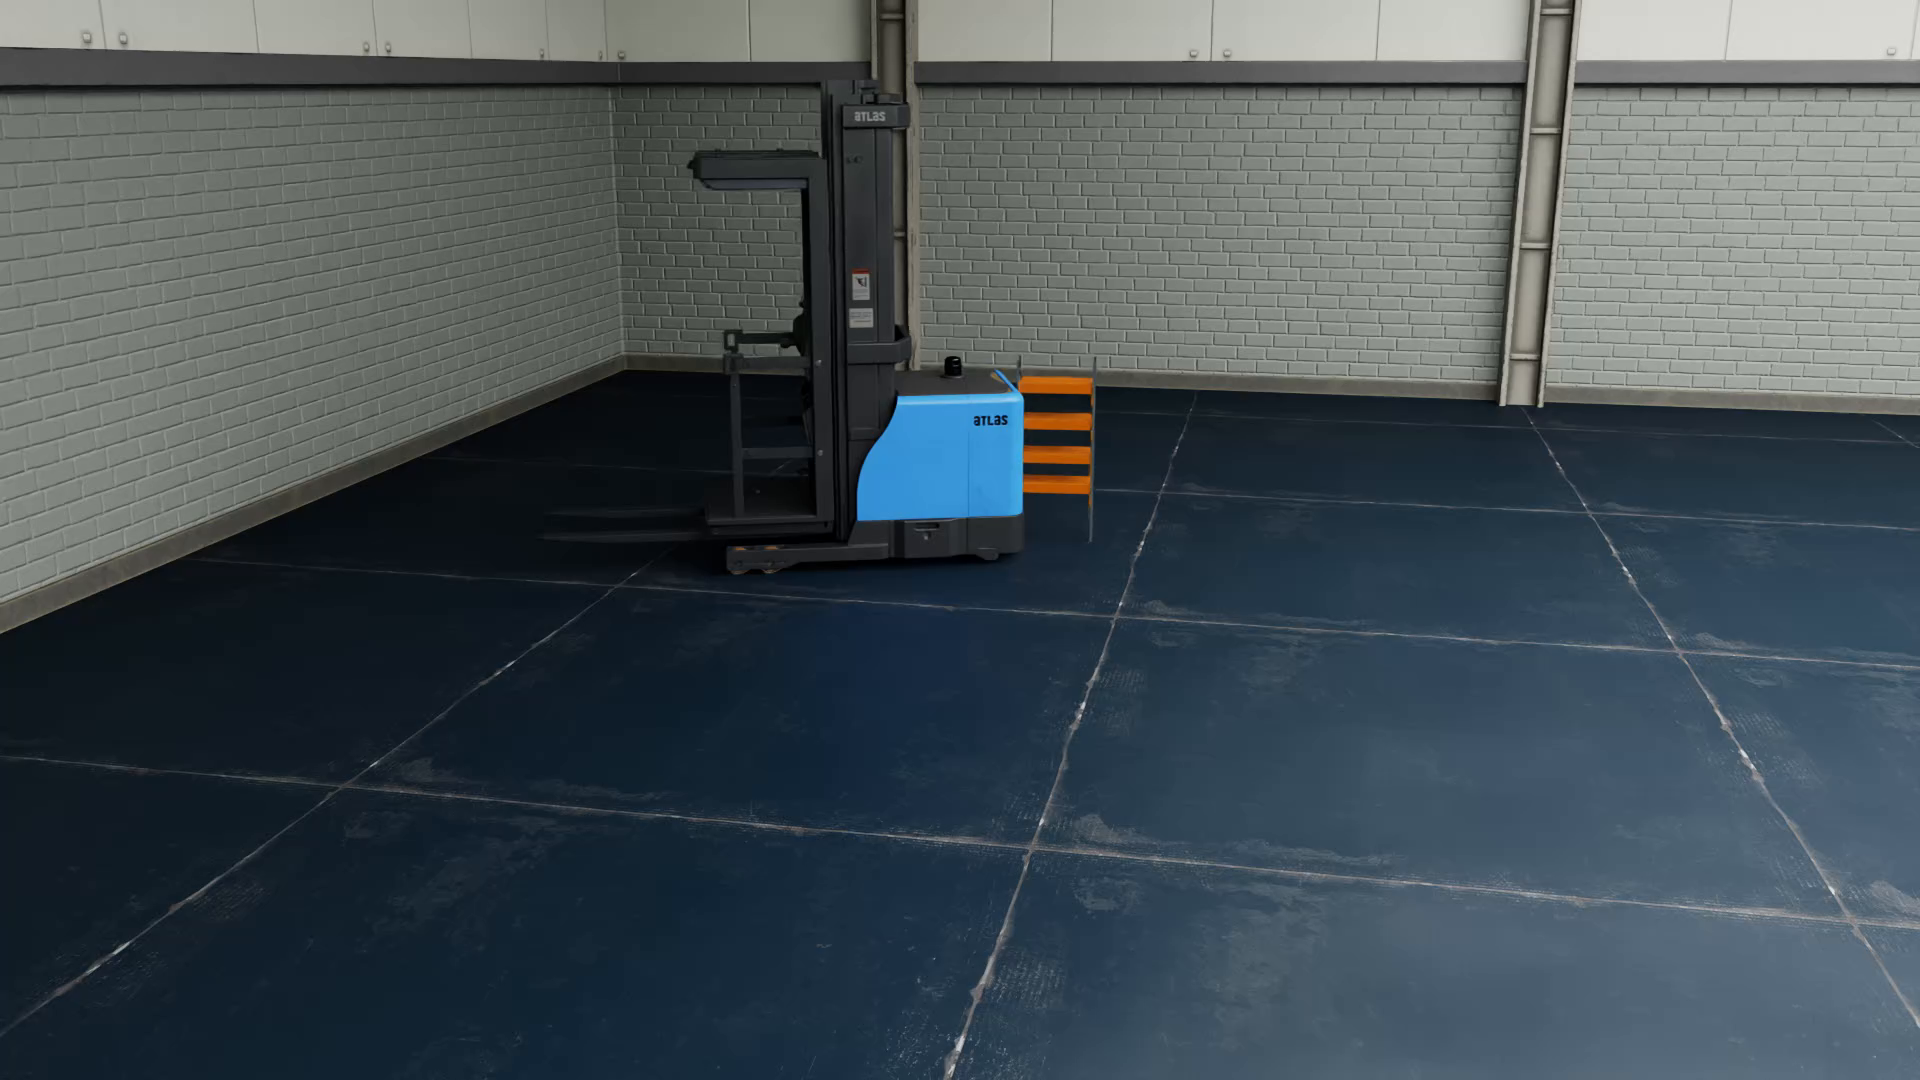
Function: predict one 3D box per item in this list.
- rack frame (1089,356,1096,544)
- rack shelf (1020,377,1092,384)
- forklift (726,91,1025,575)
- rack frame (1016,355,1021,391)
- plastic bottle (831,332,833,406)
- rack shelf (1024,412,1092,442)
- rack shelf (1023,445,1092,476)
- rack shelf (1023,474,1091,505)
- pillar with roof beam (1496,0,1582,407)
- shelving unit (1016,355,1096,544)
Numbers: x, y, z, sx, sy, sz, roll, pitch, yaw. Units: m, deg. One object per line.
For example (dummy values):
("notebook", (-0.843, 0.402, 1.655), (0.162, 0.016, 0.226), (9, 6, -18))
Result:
("rack frame", (0.867, -0.586, 10.862), (0.015, 1.200, 0.240), (2, 16, 6))
("rack shelf", (0.624, -1.010, 10.771), (0.457, 0.050, 0.221), (2, 16, 6))
("forklift", (-0.608, -1.338, 10.453), (1.939, 2.867, 1.129), (-2, 16, -7))
("rack frame", (0.382, -0.600, 10.911), (0.015, 1.200, 0.240), (2, 16, 6))
("plastic bottle", (18.037, 0.605, 4.750), (39.379, 1.202, 4.394), (3, 16, 11))
("rack shelf", (0.624, -0.744, 10.845), (0.480, 0.148, 0.258), (2, 16, 6))
("rack shelf", (13.896, -0.381, 7.860), (27.500, 1.490, 3.388), (2, 16, 6))
("rack shelf", (0.624, -0.337, 10.957), (0.480, 0.148, 0.258), (2, 16, 6))
("pillar with roof beam", (4.397, -4.493, 10.357), (0.400, 9.000, 9.100), (3, 16, 11))
("shelving unit", (13.890, -0.161, 7.922), (27.512, 1.949, 3.388), (2, 16, 6))
